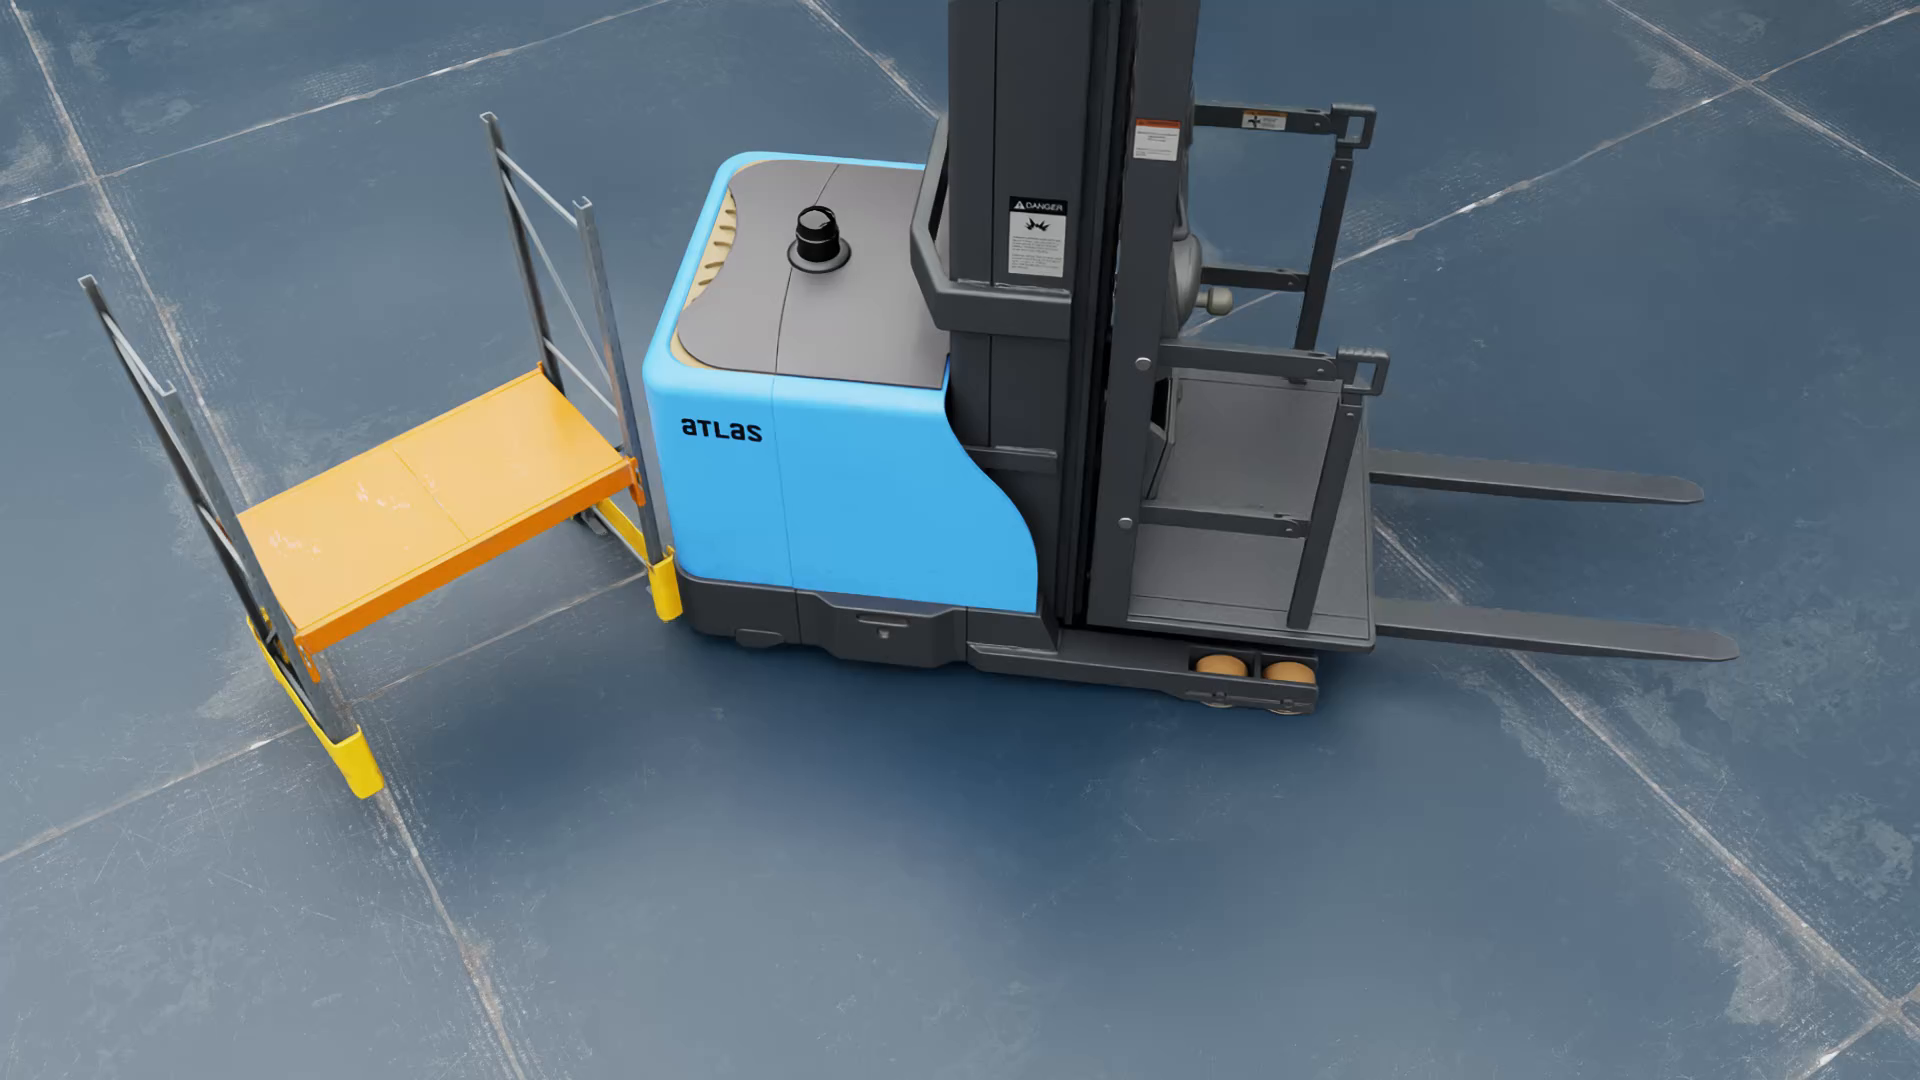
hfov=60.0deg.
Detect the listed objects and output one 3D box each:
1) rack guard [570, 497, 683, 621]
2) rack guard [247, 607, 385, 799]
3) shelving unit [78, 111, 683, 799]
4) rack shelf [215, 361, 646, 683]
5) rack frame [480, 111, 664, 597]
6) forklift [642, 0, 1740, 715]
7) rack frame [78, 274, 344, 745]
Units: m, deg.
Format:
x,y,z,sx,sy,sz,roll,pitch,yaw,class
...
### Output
x,y,z,sx,sy,sz,roll,pitch,yaw,class
-1.044,-0.020,5.100,0.087,0.250,0.587,-31,55,-25,rack guard
-1.815,0.452,4.680,0.087,0.250,0.587,-31,55,-25,rack guard
-1.429,-0.200,4.423,1.083,1.500,0.587,-31,55,-25,shelving unit
-1.436,-0.076,4.554,1.000,0.185,0.538,-31,55,-25,rack shelf
-1.043,-0.436,4.634,0.032,1.500,0.500,-31,55,-25,rack frame
0.730,-0.896,4.085,3.031,2.935,1.130,6,49,5,forklift
-1.830,0.045,4.205,0.032,1.500,0.500,-31,55,-25,rack frame
